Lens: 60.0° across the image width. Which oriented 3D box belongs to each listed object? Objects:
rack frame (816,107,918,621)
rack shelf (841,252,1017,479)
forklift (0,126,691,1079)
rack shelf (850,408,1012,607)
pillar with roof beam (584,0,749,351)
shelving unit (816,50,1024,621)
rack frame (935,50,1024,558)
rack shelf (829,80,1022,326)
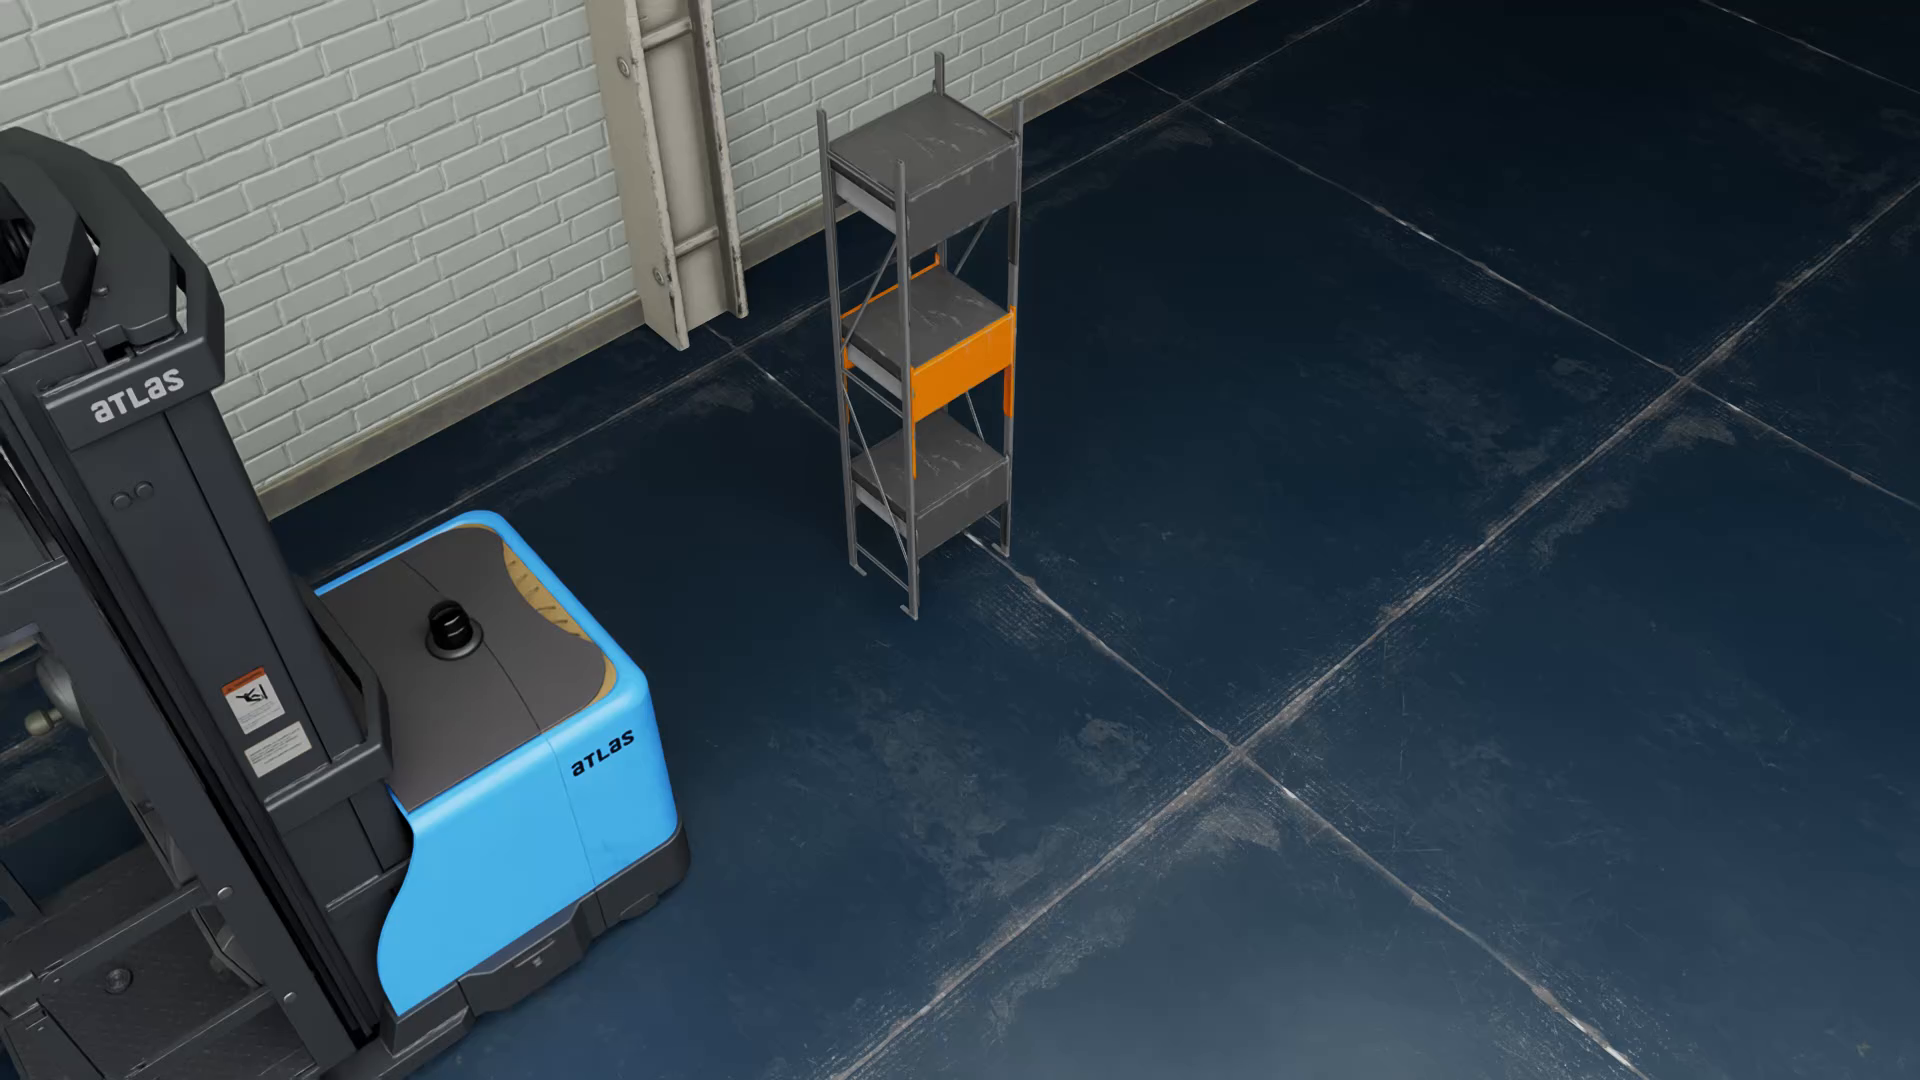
[{"bbox_3d":[-0.303,-0.510,5.791,0.015,2.100,0.400,-34,56,-27],"label":"rack frame"},{"bbox_3d":[-0.122,-0.621,5.913,0.480,0.518,0.431,-34,56,-27],"label":"rack shelf"},{"bbox_3d":[-2.367,0.578,4.222,3.031,2.935,1.130,-32,55,-26],"label":"forklift"},{"bbox_3d":[-0.122,-0.146,6.427,0.480,0.518,0.431,-34,56,-27],"label":"rack shelf"},{"bbox_3d":[1.670,-1.747,2.239,0.400,9.000,9.100,-34,56,-27],"label":"pillar with roof beam"},{"bbox_3d":[-0.122,-0.630,5.903,0.503,2.100,0.431,-34,56,-27],"label":"shelving unit"},{"bbox_3d":[0.058,-0.751,6.014,0.015,2.100,0.400,-34,56,-27],"label":"rack frame"},{"bbox_3d":[-0.122,-1.096,5.398,0.480,0.518,0.431,-34,56,-27],"label":"rack shelf"}]
